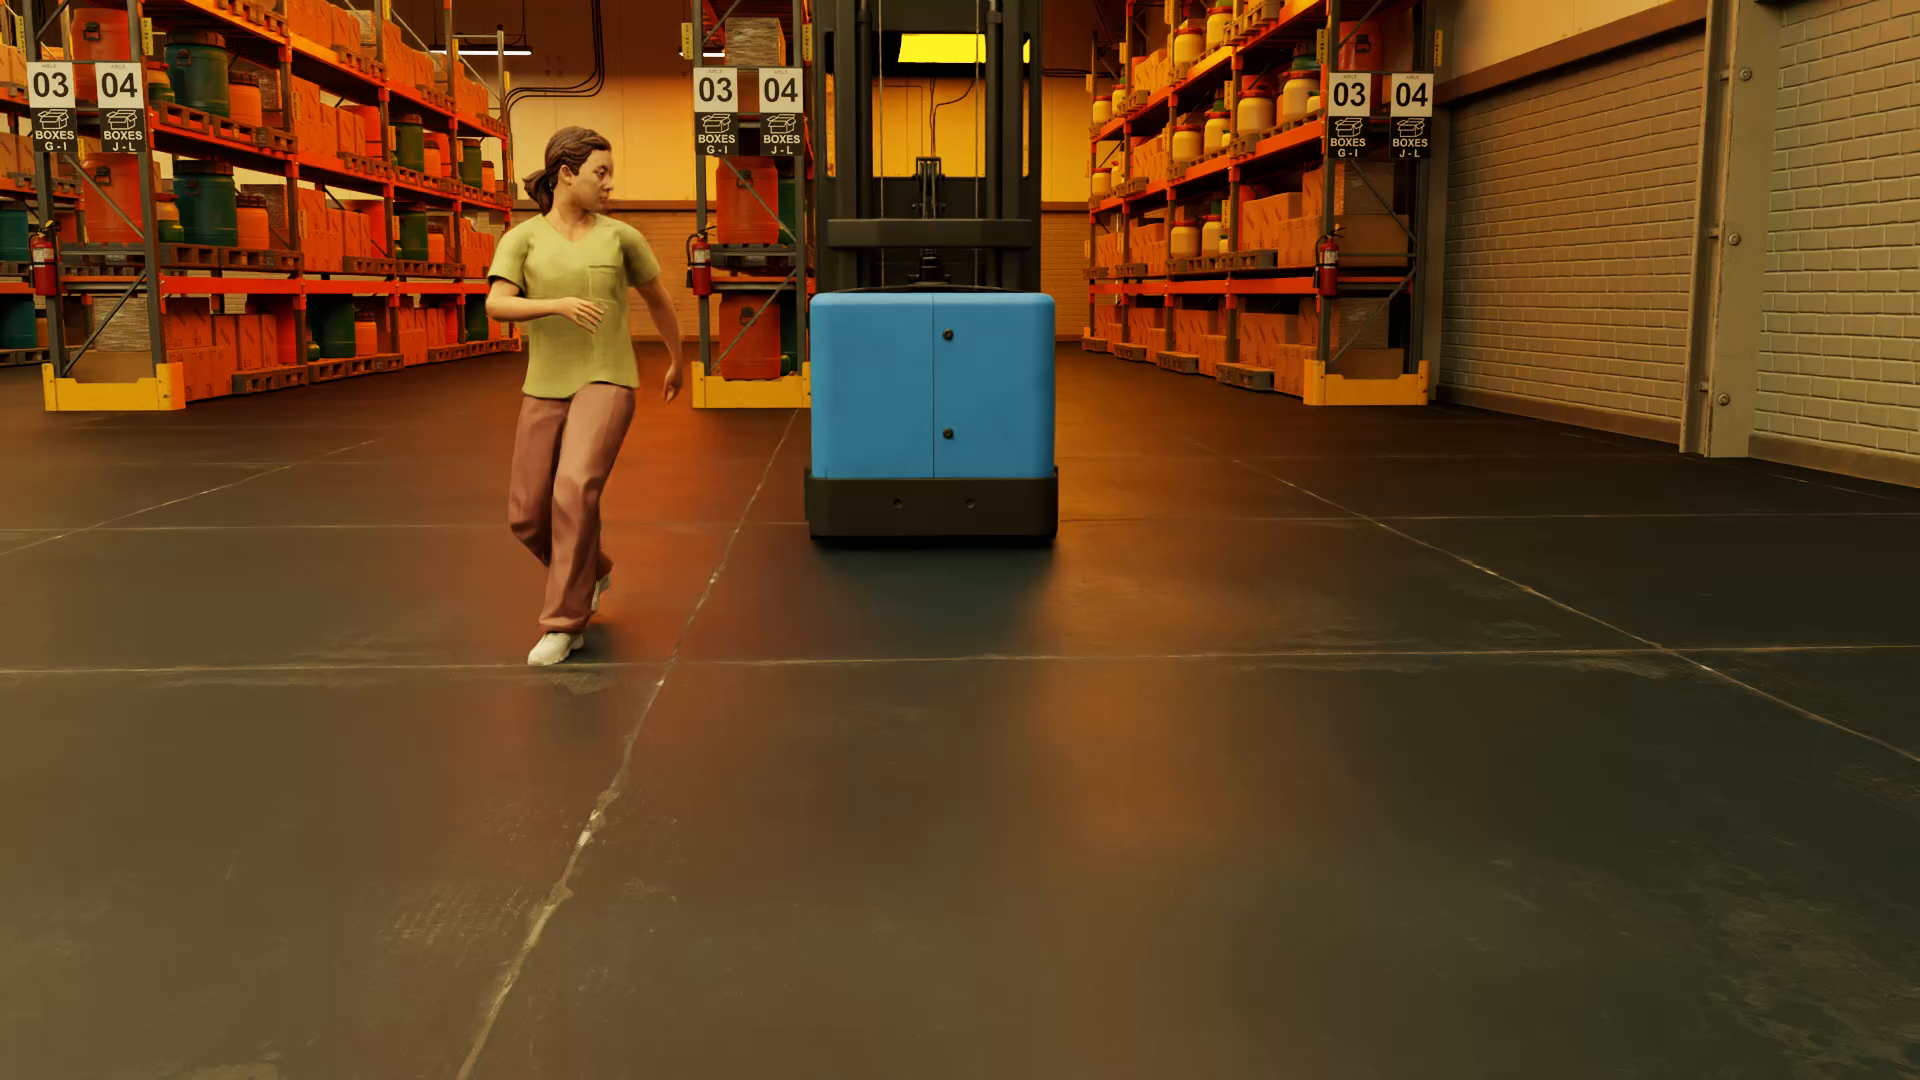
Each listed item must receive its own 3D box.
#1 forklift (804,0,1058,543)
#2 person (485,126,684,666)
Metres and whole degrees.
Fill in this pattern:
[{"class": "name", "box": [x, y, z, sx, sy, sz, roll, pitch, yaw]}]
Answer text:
[{"class": "forklift", "box": [-0.164, -1.618, 8.228, 1.130, 2.935, 3.031, 0, 8, -2]}, {"class": "person", "box": [-1.170, -0.468, 5.135, 0.495, 1.589, 0.838, 0, 8, 3]}]
